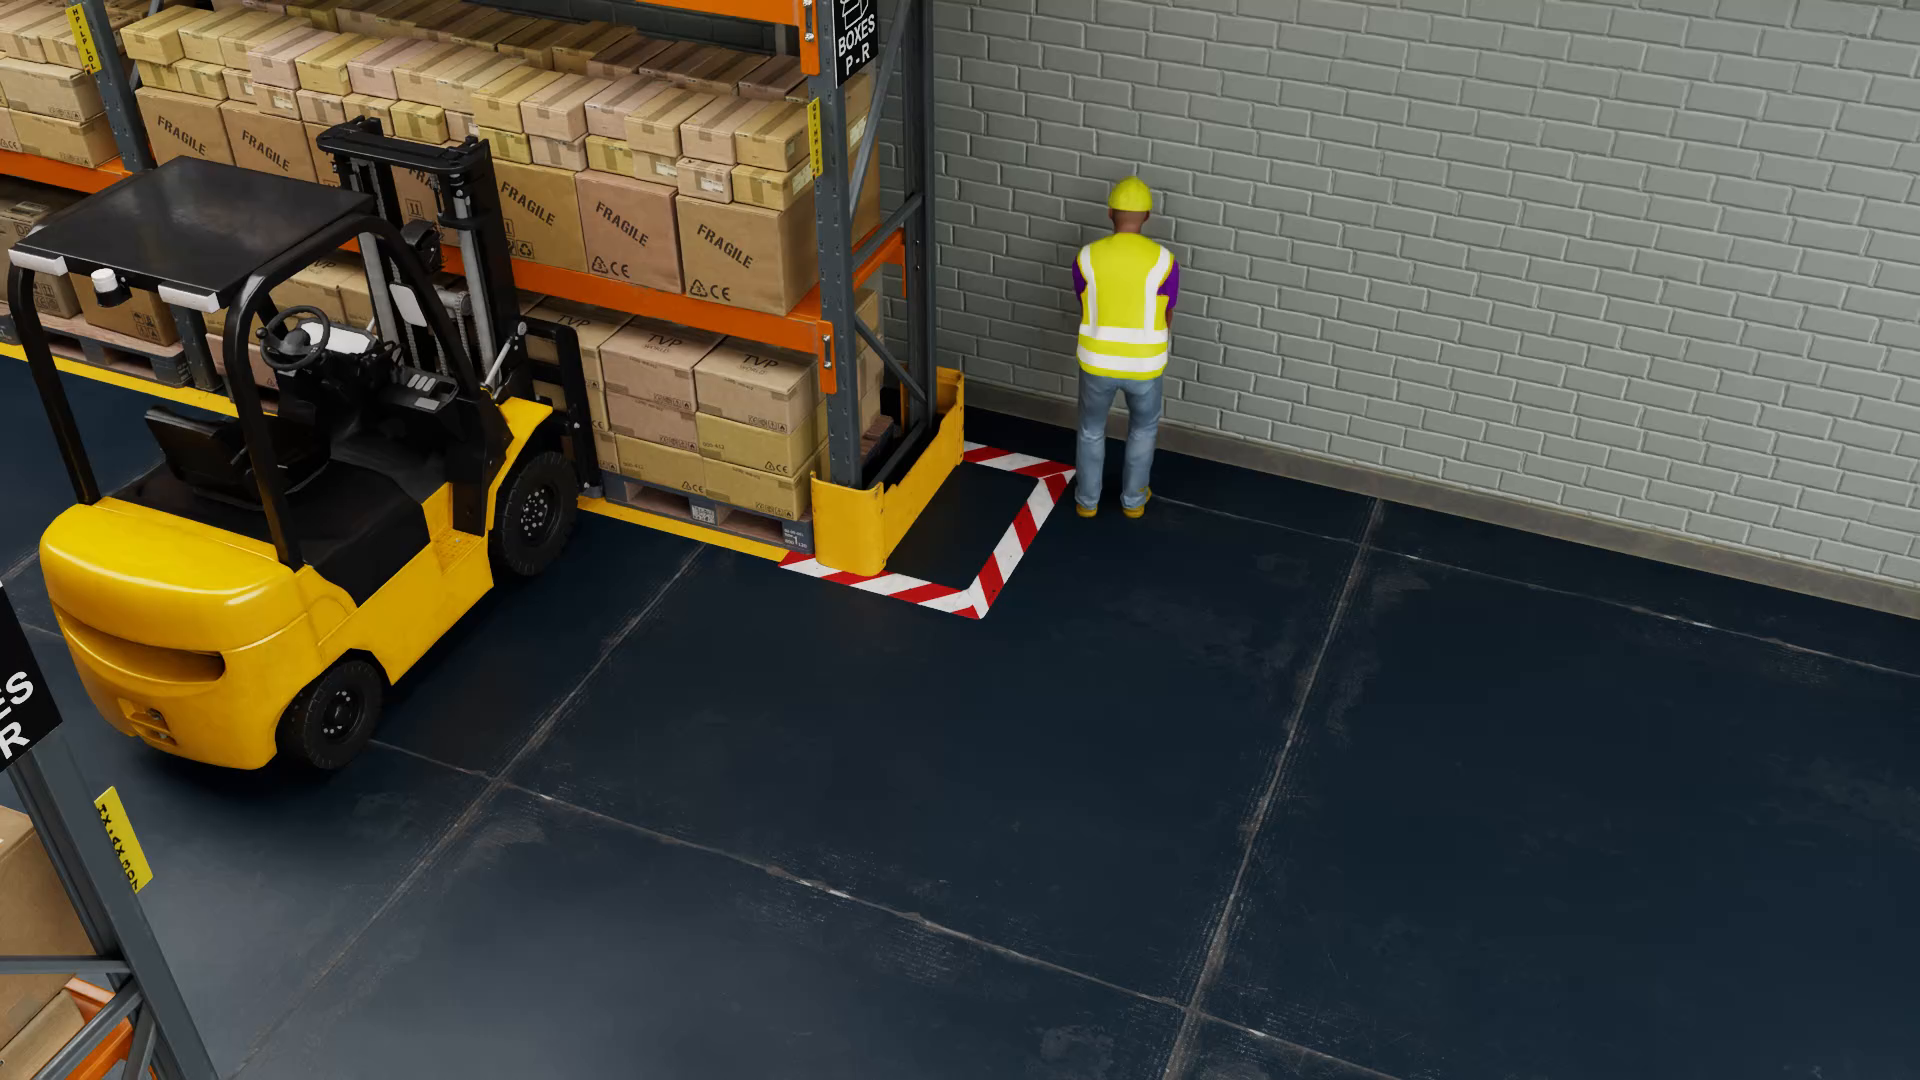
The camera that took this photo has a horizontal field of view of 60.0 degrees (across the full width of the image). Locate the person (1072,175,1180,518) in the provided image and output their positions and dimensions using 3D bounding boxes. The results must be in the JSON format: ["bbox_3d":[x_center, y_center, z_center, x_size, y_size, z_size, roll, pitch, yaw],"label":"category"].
[{"bbox_3d":[0.776,-0.913,8.038,0.499,1.718,0.618,6,38,8],"label":"person"}]
